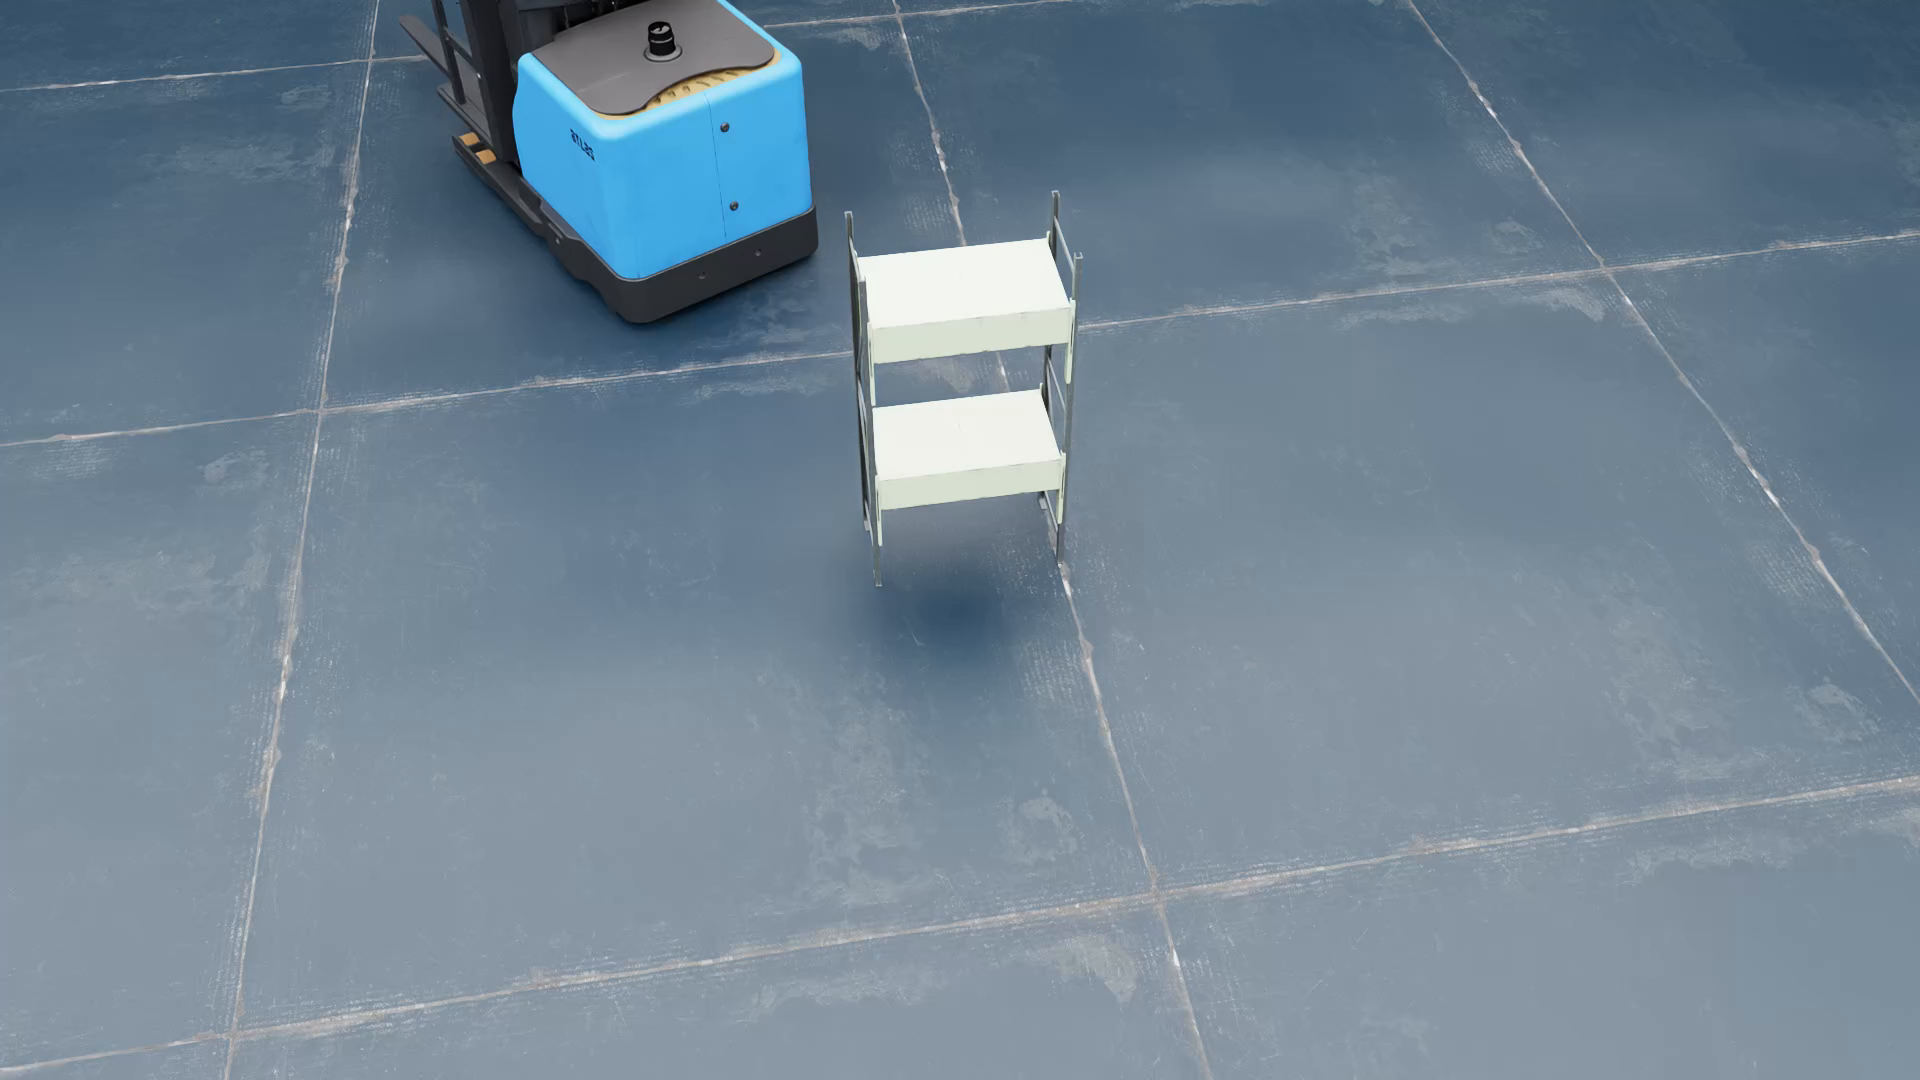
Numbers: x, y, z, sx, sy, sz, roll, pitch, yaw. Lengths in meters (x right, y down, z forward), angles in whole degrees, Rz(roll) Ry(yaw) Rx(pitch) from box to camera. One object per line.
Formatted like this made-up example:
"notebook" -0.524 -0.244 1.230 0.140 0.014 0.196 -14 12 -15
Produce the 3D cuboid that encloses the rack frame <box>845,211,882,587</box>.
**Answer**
"rack frame" -0.354 -0.476 6.167 0.023 1.500 0.400 -7 46 -7

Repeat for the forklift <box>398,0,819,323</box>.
"forklift" -1.958 -3.031 7.635 1.130 2.935 3.031 -28 52 -24

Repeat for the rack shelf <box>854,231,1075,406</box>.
"rack shelf" 0.007 -0.792 5.930 0.720 0.370 0.431 -7 46 -7

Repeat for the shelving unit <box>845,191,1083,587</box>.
"shelving unit" 0.007 -0.521 6.211 0.755 1.500 0.431 -7 46 -7

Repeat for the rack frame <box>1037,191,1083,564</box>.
"rack frame" 0.367 -0.566 6.254 0.023 1.500 0.400 -7 46 -7

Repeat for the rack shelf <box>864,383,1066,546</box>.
"rack shelf" 0.007 -0.295 6.445 0.720 0.370 0.431 -7 46 -7
